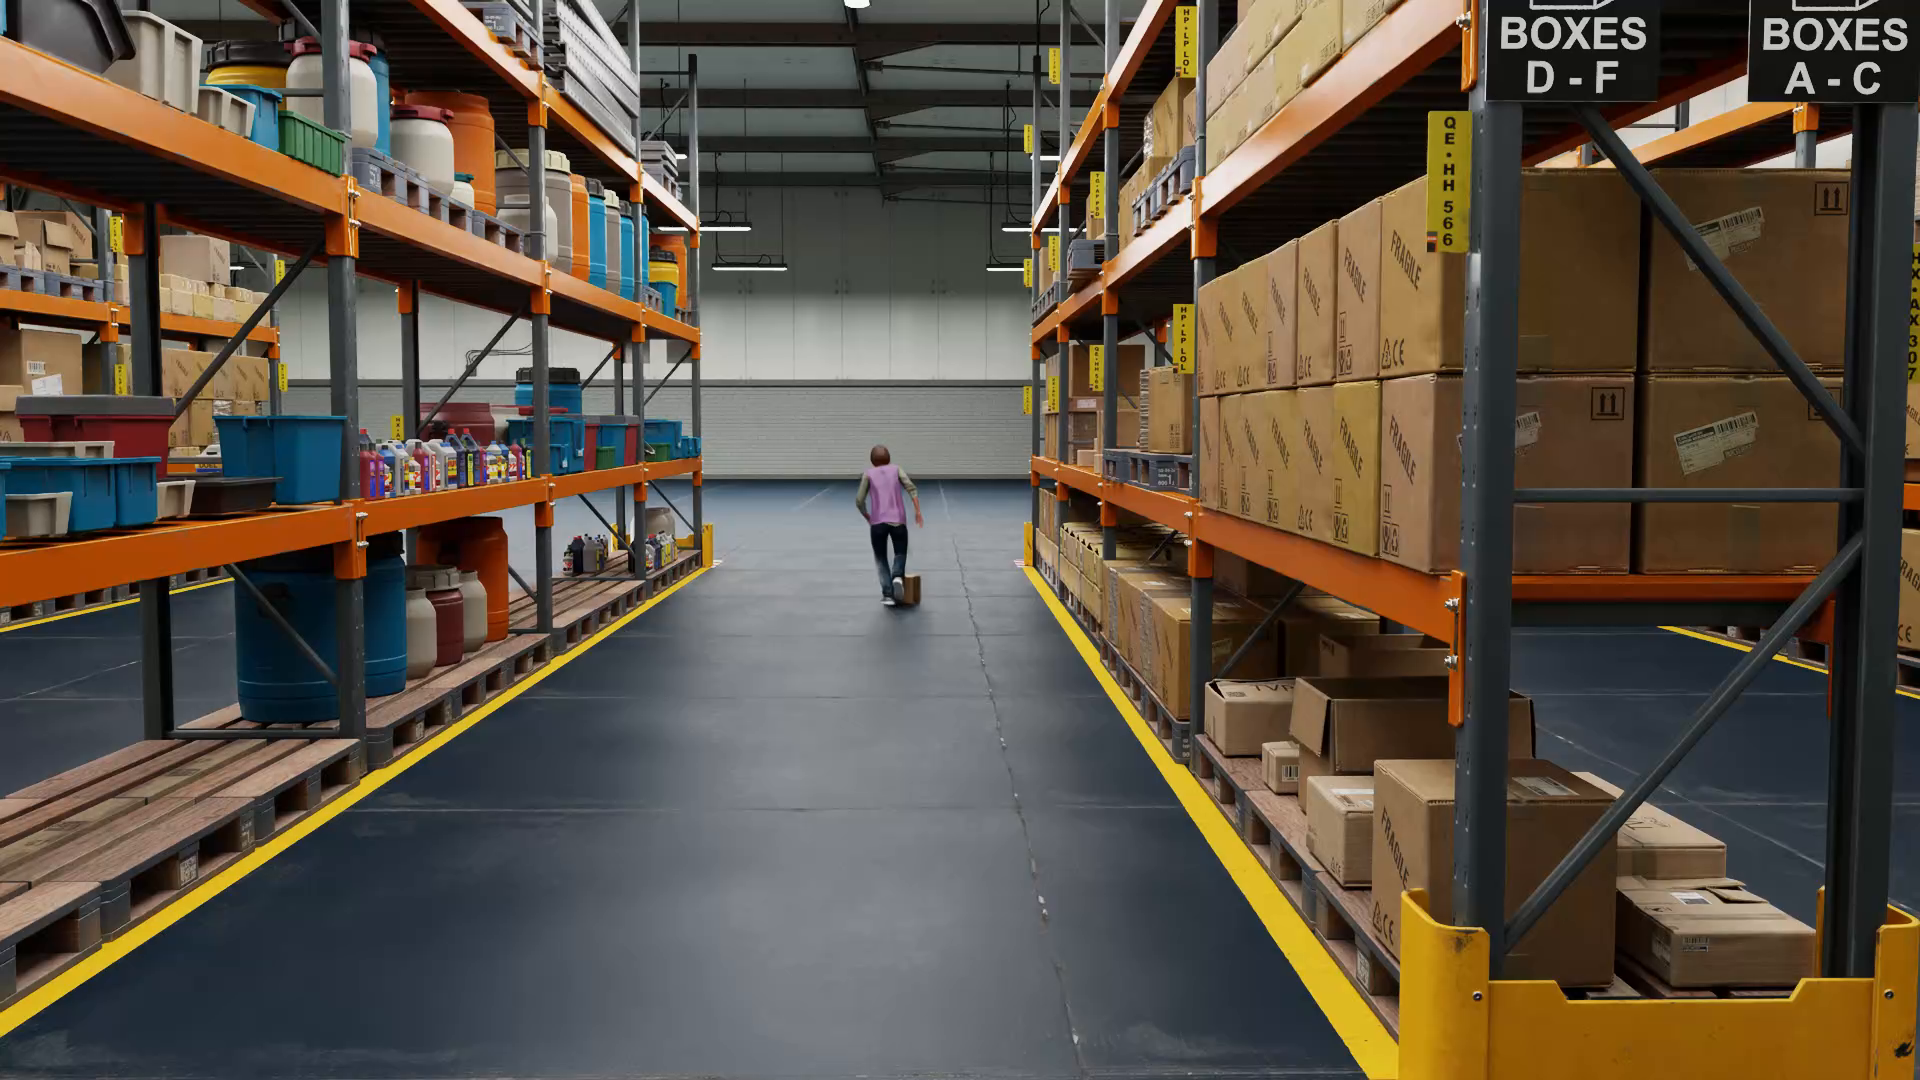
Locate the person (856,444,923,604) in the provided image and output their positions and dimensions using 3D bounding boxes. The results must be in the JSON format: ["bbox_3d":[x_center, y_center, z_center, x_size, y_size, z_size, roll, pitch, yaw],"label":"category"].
[{"bbox_3d":[-0.663,-0.146,15.545,0.609,1.495,0.579,-1,4,-8],"label":"person"}]
